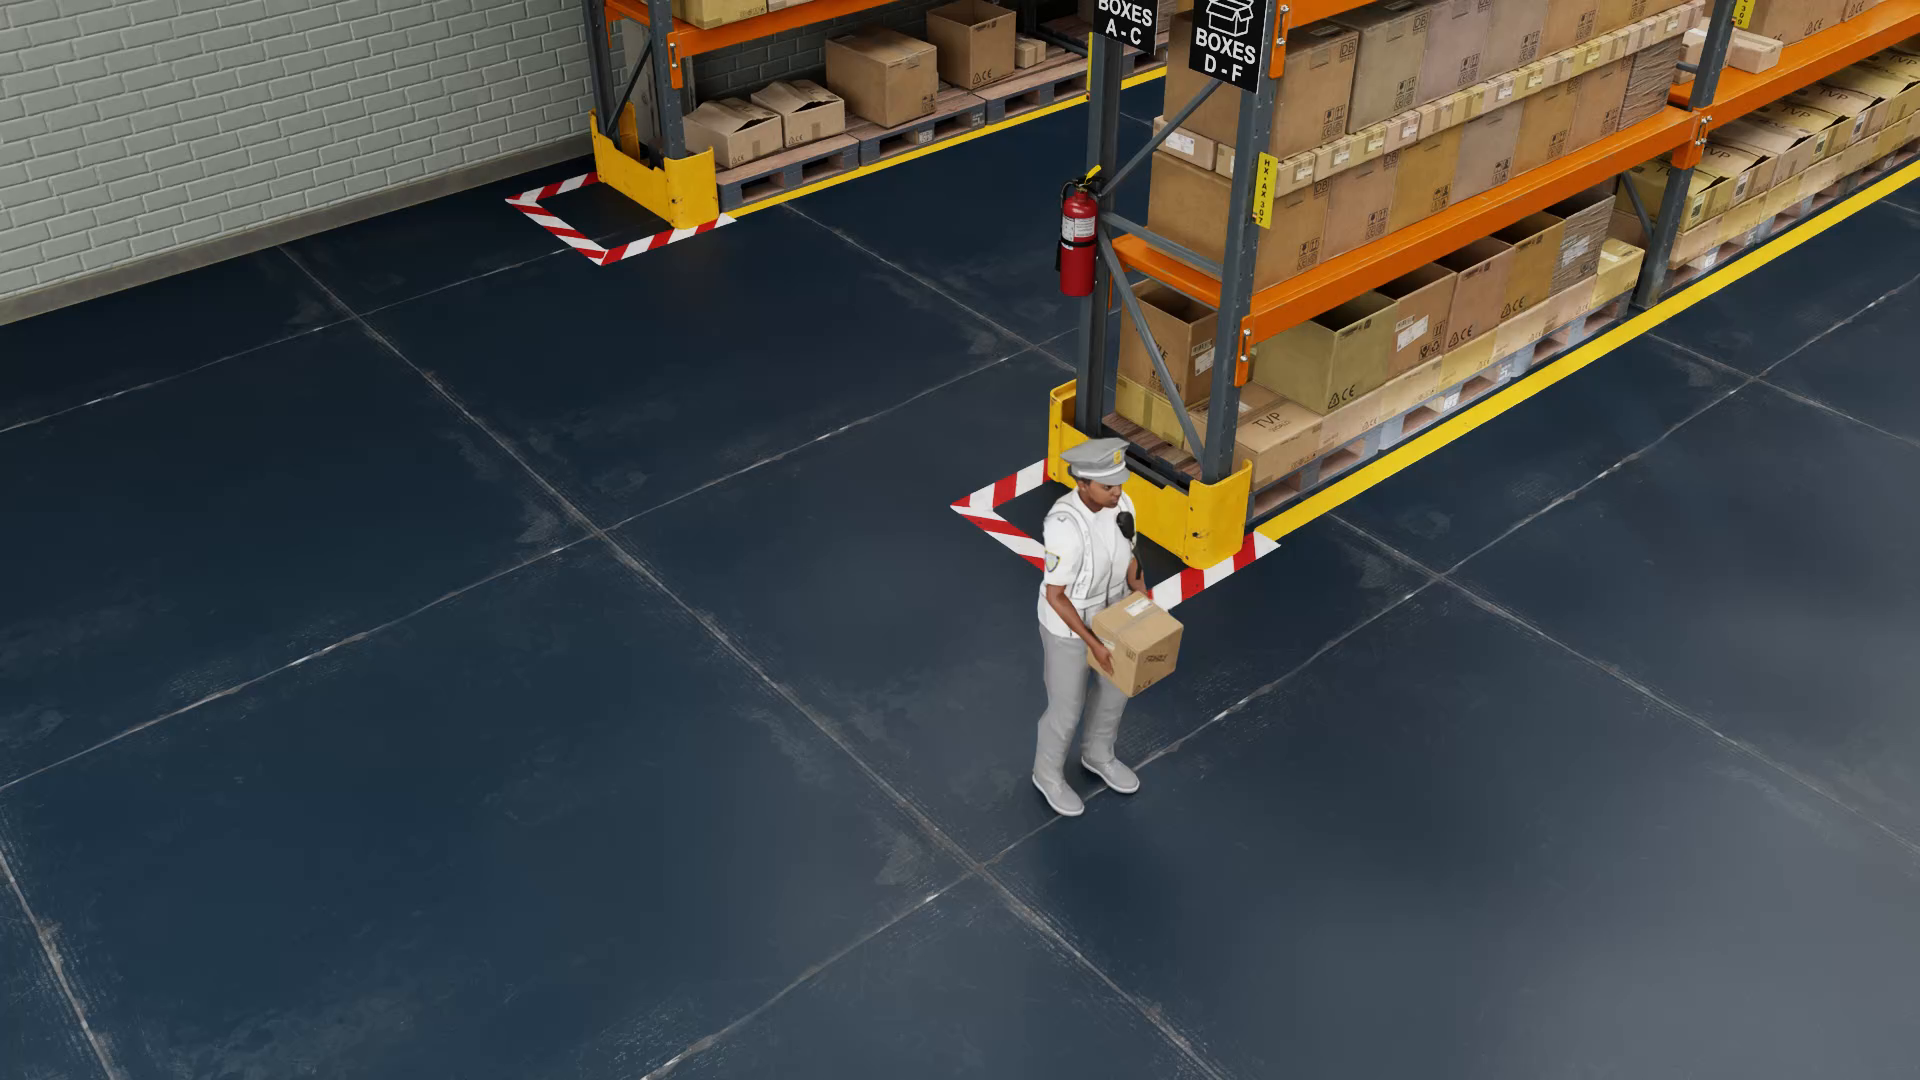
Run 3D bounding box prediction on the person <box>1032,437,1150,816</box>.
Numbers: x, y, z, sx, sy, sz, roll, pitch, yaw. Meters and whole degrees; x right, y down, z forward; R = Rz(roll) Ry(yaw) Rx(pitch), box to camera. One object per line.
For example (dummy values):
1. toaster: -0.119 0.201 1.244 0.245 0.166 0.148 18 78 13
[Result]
1. person: 0.546 0.343 6.582 0.474 1.689 0.465 -27 44 -32
